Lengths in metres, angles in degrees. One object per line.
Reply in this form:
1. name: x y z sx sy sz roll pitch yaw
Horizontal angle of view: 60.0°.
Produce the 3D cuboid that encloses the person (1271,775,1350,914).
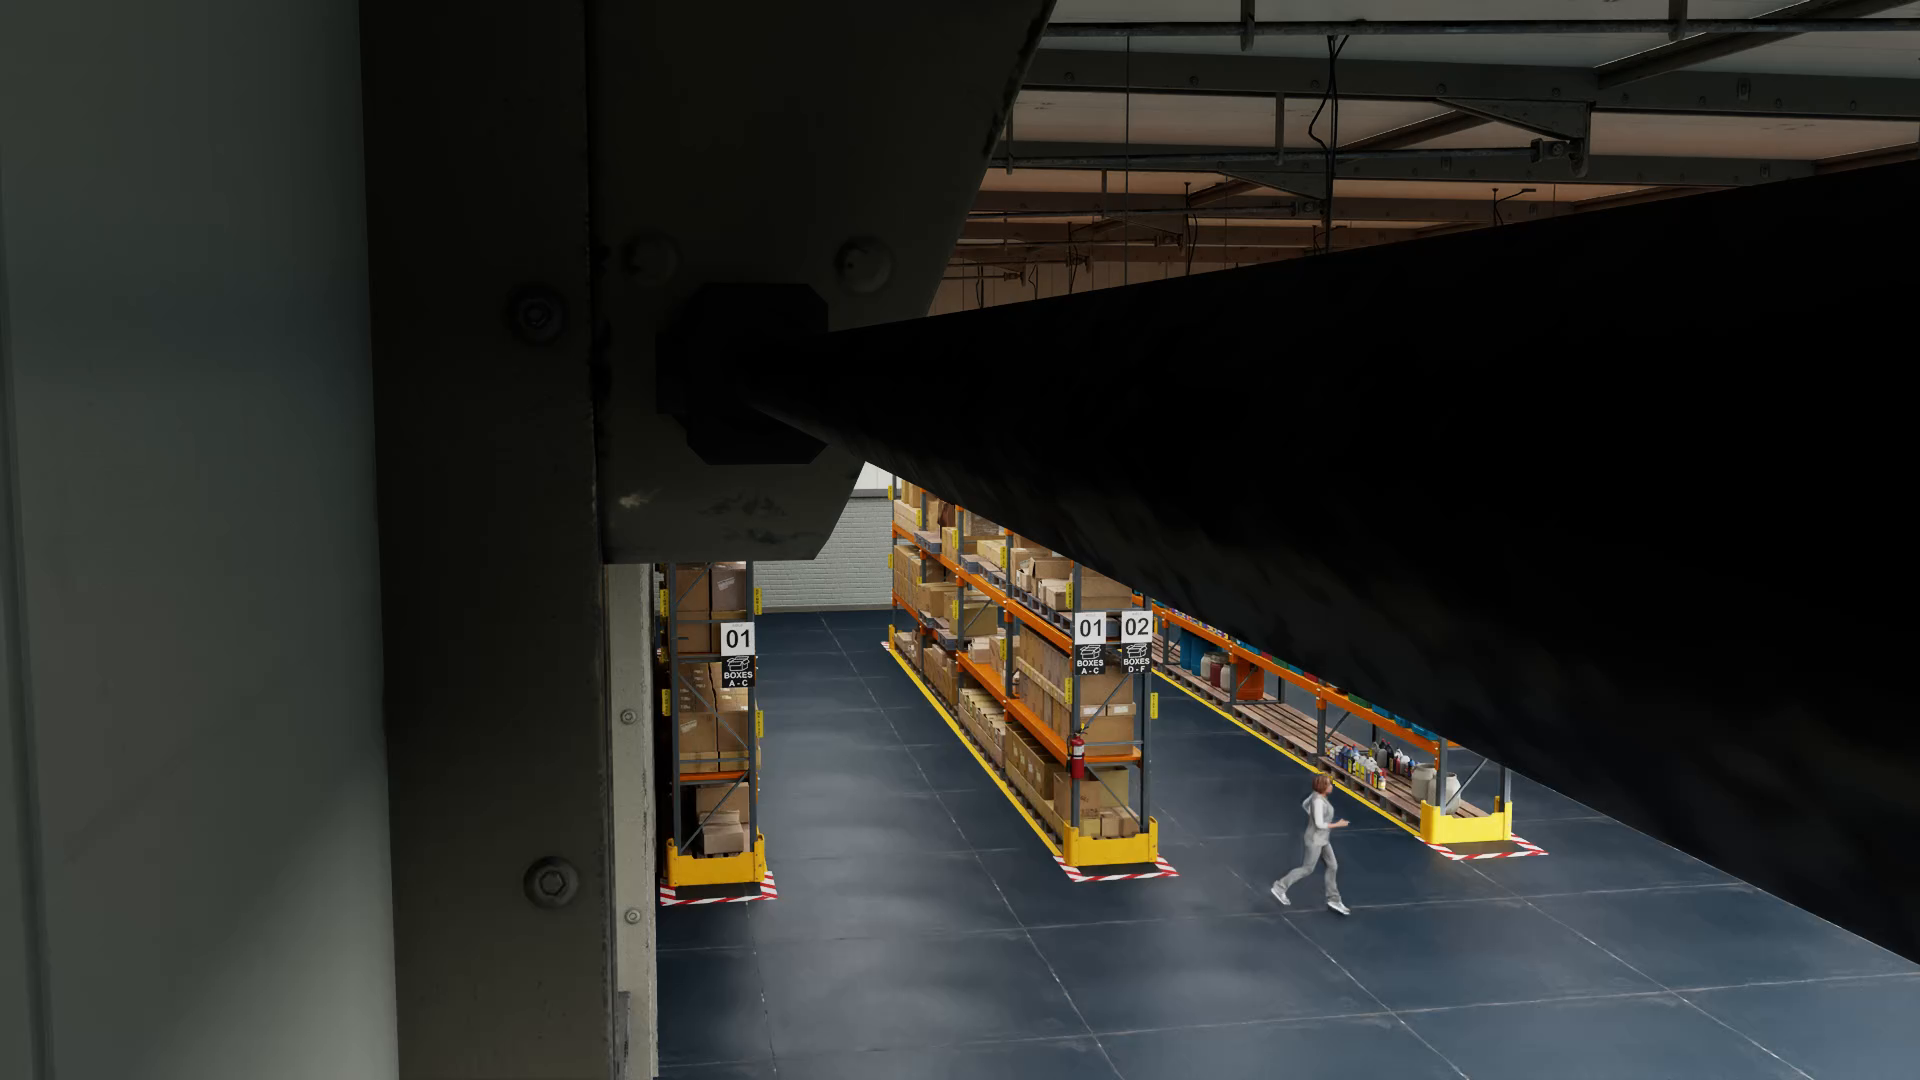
1. person: 4.041 3.482 19.086 0.881 1.603 0.550 2 6 18
